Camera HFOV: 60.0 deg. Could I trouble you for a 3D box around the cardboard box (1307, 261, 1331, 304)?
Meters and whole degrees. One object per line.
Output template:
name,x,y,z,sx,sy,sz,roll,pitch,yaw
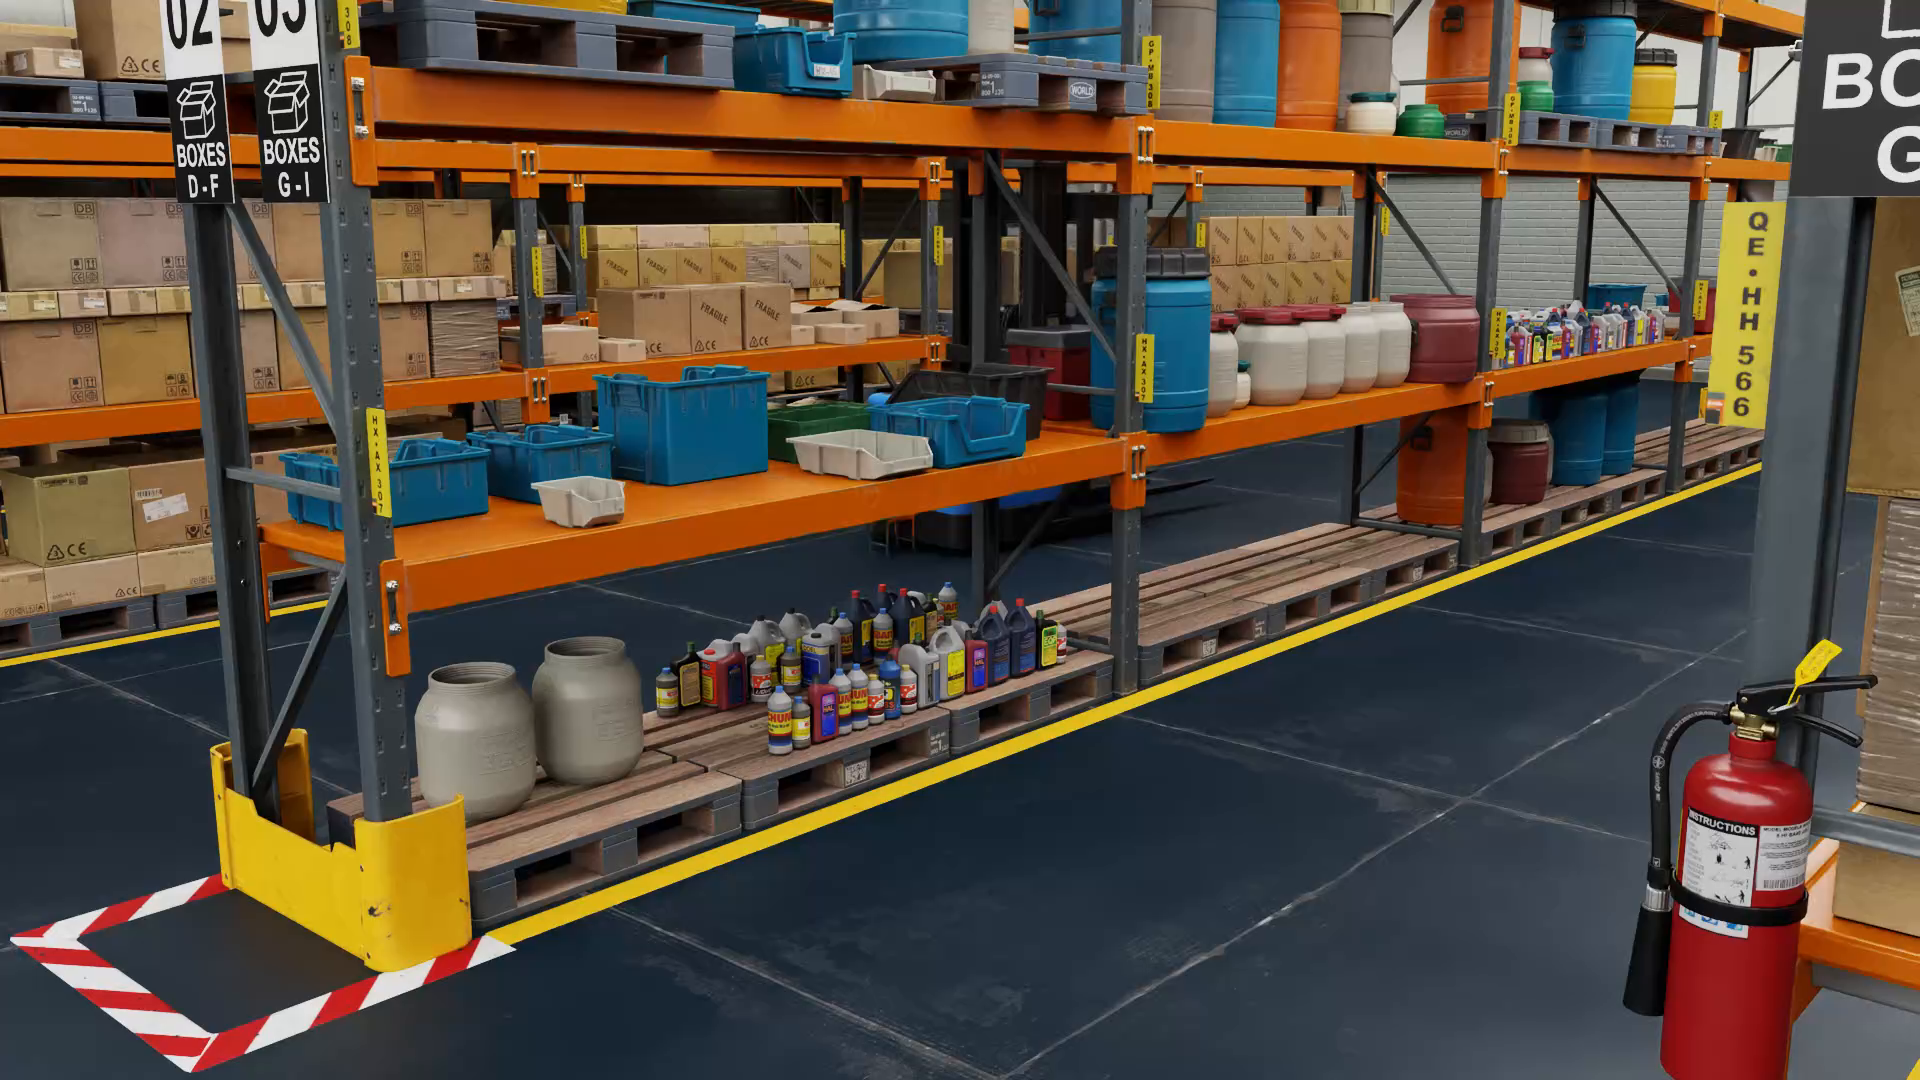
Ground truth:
cardboard box,3.916,-2.963,19.133,0.500,0.500,0.500,10,15,41

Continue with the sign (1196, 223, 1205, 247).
sign,2.459,-3.073,16.981,0.100,0.325,0.005,10,15,40

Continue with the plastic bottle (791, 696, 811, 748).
plastic bottle,-0.664,0.745,6.844,0.097,0.201,0.097,0,11,0

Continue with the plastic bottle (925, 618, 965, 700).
plastic bottle,-0.071,0.533,7.525,0.144,0.351,0.185,10,15,40

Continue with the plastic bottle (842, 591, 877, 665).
plastic bottle,-0.492,0.418,8.100,0.144,0.351,0.185,9,14,38

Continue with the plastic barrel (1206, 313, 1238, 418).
plastic barrel,1.273,-0.937,8.898,0.433,0.535,0.433,0,11,0

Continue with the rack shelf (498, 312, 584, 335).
rack shelf,-5.644,-1.981,16.306,1.077,0.370,4.000,10,15,40

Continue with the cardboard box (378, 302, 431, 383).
cardboard box,-3.873,-1.304,10.825,0.700,0.500,0.500,10,15,40

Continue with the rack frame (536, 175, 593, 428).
rack frame,-4.324,-2.628,17.709,1.000,3.000,0.127,10,15,40

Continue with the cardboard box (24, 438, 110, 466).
cardboard box,-7.620,-0.871,14.173,0.500,0.500,0.500,8,14,36

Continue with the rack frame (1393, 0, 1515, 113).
rack frame,3.118,-4.289,10.708,1.000,3.000,0.127,10,15,40

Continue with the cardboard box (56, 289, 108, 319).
cardboard box,-4.955,-1.320,9.252,0.380,0.149,0.250,9,15,39

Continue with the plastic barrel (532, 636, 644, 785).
plastic barrel,-1.455,0.664,6.509,0.421,0.512,0.421,0,11,0

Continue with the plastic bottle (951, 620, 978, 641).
plastic bottle,0.014,0.506,7.848,0.152,0.276,0.135,10,15,40

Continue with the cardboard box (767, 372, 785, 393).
cardboard box,-2.600,-2.124,19.605,0.750,0.750,0.750,10,15,42

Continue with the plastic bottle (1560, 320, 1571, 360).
plastic bottle,4.443,-1.475,12.238,0.061,0.283,0.133,10,15,40

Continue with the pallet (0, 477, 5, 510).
pallet,-8.187,-0.388,13.615,1.003,0.211,1.213,10,15,40

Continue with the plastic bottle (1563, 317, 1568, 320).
plastic bottle,5.031,-1.752,13.831,0.097,0.201,0.097,0,11,0

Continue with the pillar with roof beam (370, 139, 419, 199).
pillar with roof beam,-2.598,-4.933,13.937,9.100,9.000,0.400,10,15,40

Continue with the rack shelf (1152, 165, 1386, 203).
rack shelf,3.360,-3.989,18.701,1.077,0.370,4.000,10,15,40

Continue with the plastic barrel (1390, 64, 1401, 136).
plastic barrel,2.682,-2.866,10.960,0.421,0.512,0.421,0,11,0

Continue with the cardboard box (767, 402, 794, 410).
cardboard box,-1.507,-1.003,14.090,0.500,0.311,0.500,9,15,39

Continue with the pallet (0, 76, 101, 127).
pallet,-5.395,-2.339,8.831,1.003,0.211,1.213,10,15,40

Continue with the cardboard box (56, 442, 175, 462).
cardboard box,-5.102,-0.302,10.100,0.500,0.500,0.500,10,15,40

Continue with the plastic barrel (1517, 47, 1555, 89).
plastic barrel,4.175,-3.371,12.351,0.433,0.535,0.433,0,11,0

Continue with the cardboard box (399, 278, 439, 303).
cardboard box,-3.595,-1.624,10.770,0.380,0.149,0.250,9,15,39

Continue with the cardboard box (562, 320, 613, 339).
cardboard box,-2.799,-1.486,12.338,0.396,0.266,0.258,9,15,39

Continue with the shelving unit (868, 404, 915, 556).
shelving unit,-0.482,-0.432,11.692,0.252,1.050,0.215,-10,15,-41

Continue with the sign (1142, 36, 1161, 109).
sign,0.883,-2.161,7.690,0.100,0.325,0.005,10,15,40

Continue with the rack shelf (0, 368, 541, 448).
rack shelf,-4.561,-0.752,10.155,1.077,0.370,4.000,10,15,40

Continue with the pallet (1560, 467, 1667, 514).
pallet,5.217,-0.460,13.974,1.003,0.211,1.213,10,15,40

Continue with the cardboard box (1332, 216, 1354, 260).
cardboard box,4.260,-3.529,19.411,0.500,0.500,0.500,10,15,42

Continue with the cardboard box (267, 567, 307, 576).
cardboard box,-4.369,0.061,10.195,0.500,0.250,0.500,10,15,40

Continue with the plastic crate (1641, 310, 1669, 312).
plastic crate,6.295,-2.029,15.261,0.437,0.125,0.590,10,15,40

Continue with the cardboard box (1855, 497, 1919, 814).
cardboard box,1.941,0.198,2.545,0.875,0.500,0.500,10,15,40

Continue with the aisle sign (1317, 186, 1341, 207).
aisle sign,4.505,-4.488,20.383,0.394,0.787,0.004,10,15,40

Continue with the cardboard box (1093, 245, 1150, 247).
cardboard box,1.559,-2.790,17.196,0.700,0.500,0.500,4,12,21

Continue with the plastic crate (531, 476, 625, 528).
plastic crate,-1.331,-0.130,5.879,0.298,0.136,0.250,10,15,40

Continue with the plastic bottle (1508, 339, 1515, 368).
plastic bottle,3.807,-1.299,11.564,0.097,0.201,0.097,0,11,0

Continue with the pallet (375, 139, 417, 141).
pallet,-5.795,-3.648,15.638,1.213,0.211,1.003,10,15,40

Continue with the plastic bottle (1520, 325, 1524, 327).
plastic bottle,4.003,-1.395,11.865,0.097,0.271,0.097,0,11,0

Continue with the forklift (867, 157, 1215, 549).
forklift,0.743,-1.570,12.589,3.031,2.935,1.130,-10,15,-41

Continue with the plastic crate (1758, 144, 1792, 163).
plastic crate,7.962,-3.709,16.004,0.450,0.188,0.336,10,15,40

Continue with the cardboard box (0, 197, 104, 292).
cardboard box,-5.186,-1.649,9.240,0.700,0.500,0.500,9,15,39

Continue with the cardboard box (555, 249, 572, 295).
cardboard box,-4.210,-2.936,18.186,0.500,0.500,0.500,10,15,41

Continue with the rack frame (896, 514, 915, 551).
rack frame,-0.392,-0.448,11.773,0.008,1.050,0.200,-10,15,-41

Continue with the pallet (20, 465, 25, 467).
pallet,-7.381,-0.568,14.518,1.003,0.211,1.213,10,15,40

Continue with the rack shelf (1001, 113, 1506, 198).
rack shelf,1.797,-2.171,9.599,1.077,0.370,4.000,10,15,40

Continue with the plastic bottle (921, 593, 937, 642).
plastic bottle,-0.175,0.413,8.297,0.061,0.283,0.133,10,15,40

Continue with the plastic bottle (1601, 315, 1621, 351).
plastic bottle,5.078,-1.627,13.015,0.152,0.276,0.135,10,15,40

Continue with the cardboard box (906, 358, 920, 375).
cardboard box,-0.779,-2.367,21.711,0.700,0.500,0.500,10,15,40

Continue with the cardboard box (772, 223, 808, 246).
cardboard box,-2.145,-3.613,19.661,0.500,0.250,0.500,10,15,42
